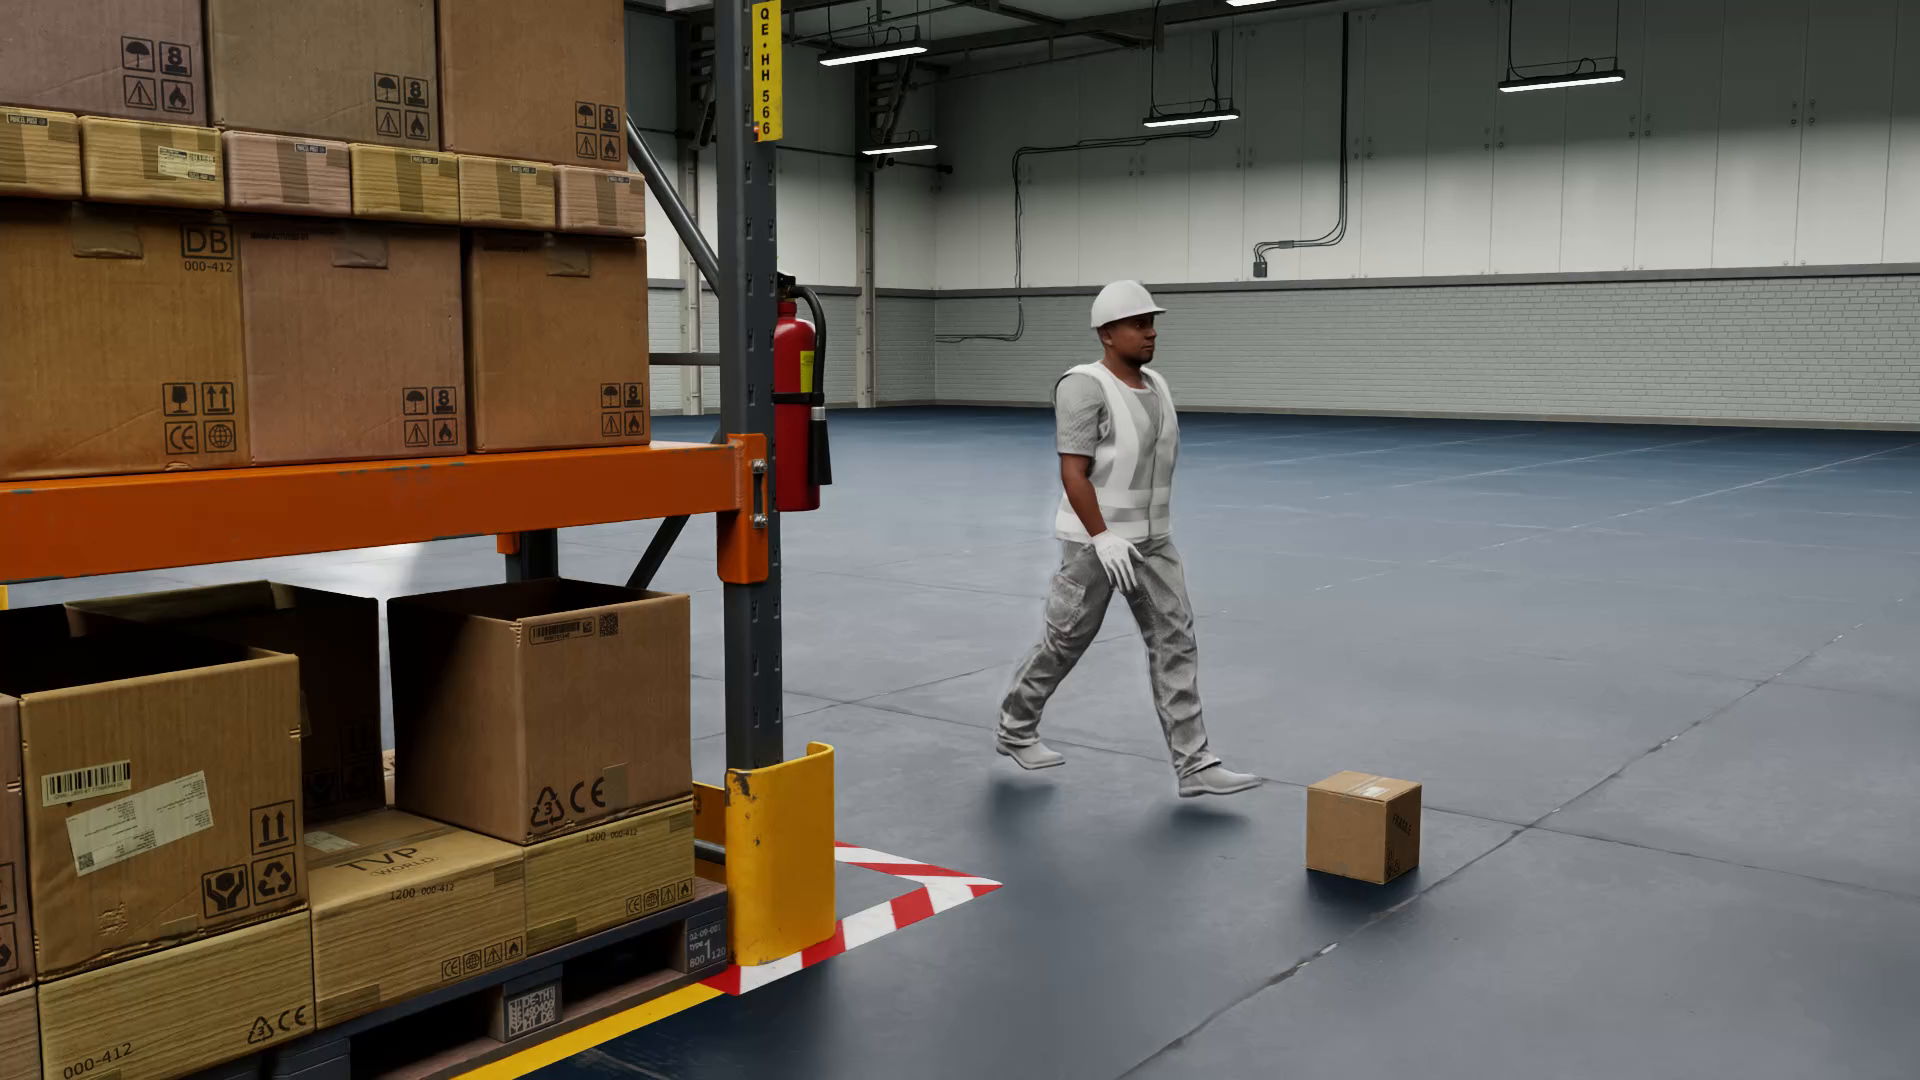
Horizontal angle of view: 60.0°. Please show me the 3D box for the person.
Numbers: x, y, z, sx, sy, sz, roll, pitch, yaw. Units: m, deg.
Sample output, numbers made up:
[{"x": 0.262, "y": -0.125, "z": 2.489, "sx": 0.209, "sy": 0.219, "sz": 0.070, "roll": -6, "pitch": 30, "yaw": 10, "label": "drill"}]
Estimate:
[{"x": 0.552, "y": -0.003, "z": 5.676, "sx": 0.560, "sy": 1.746, "sz": 1.018, "roll": -6, "pitch": 9, "yaw": -43, "label": "person"}]
